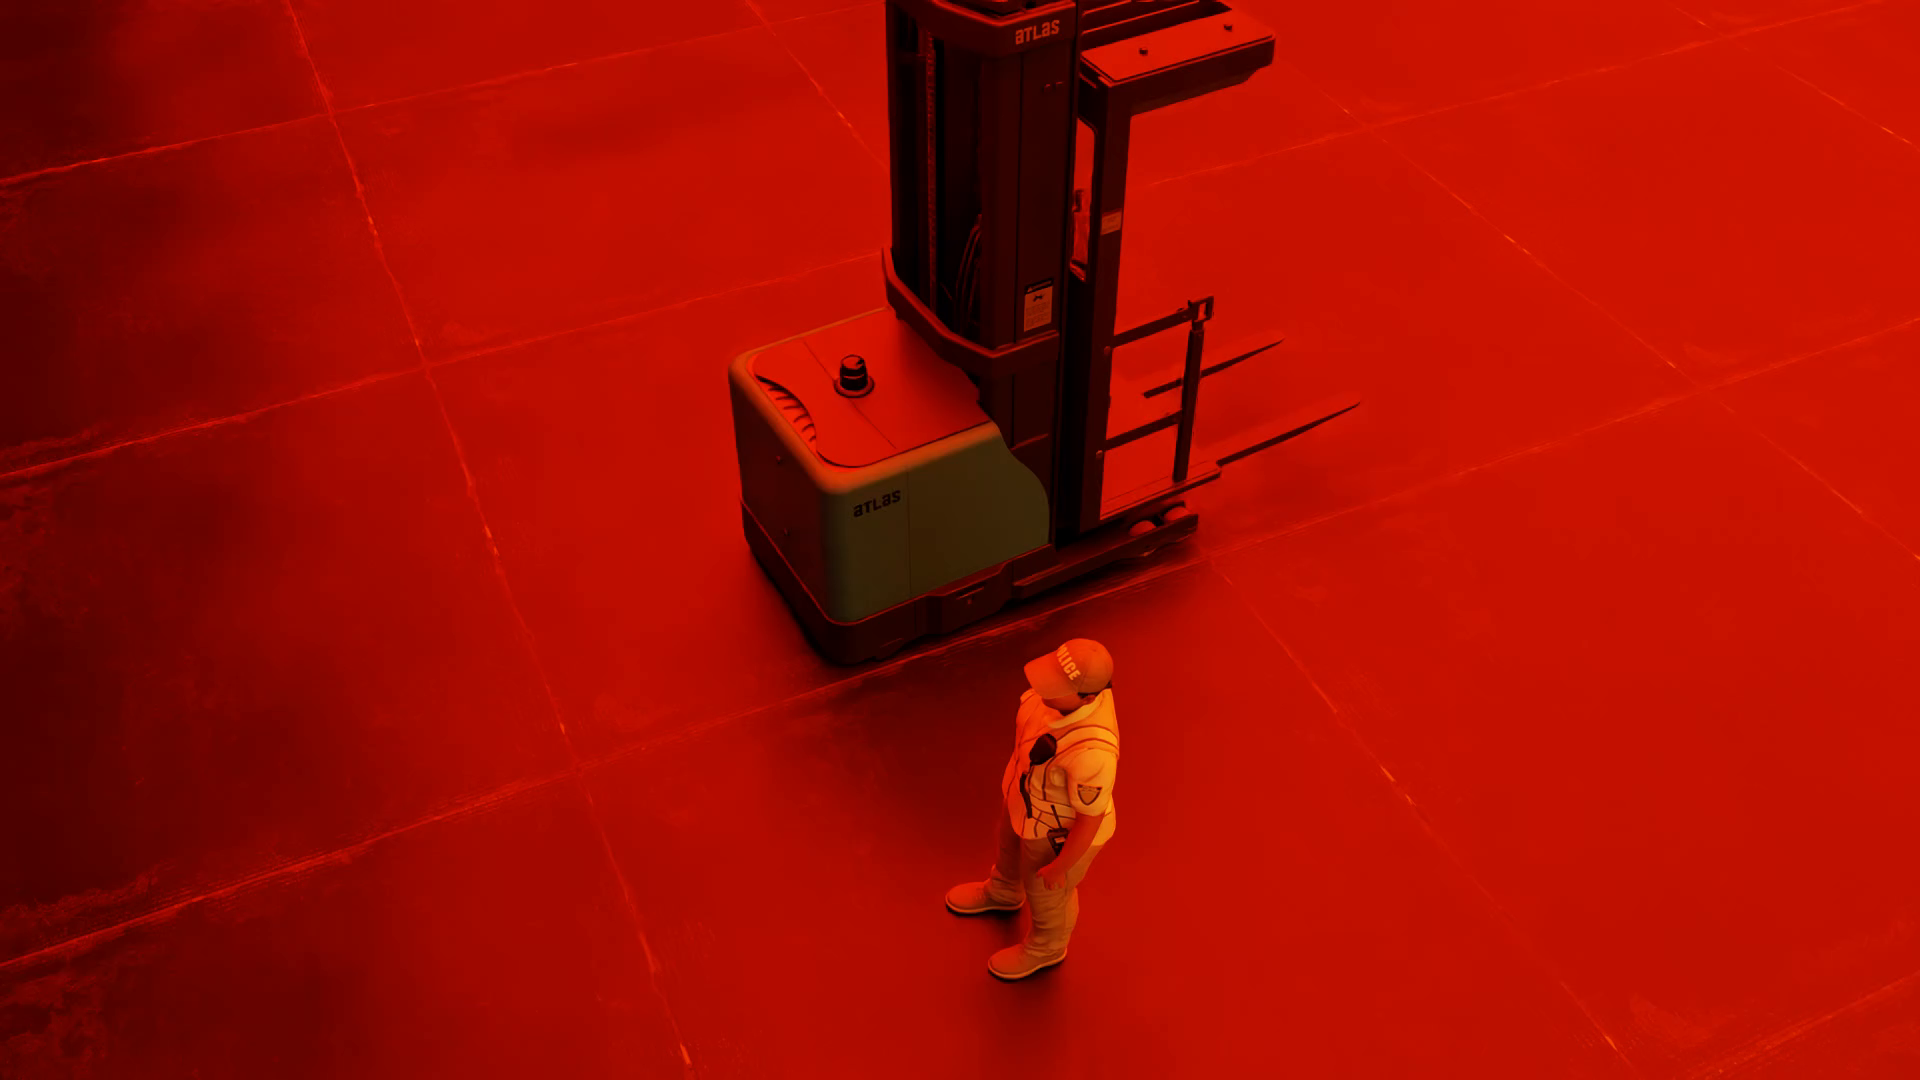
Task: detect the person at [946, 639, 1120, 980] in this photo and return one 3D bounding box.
[{"bbox_3d":[0.243,0.908,5.624,0.531,1.669,0.595,-6,43,-6],"label":"person"}]

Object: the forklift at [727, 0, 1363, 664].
[{"bbox_3d":[0.525,-1.286,7.059,3.031,2.935,1.130,-22,47,-22],"label":"forklift"}]
